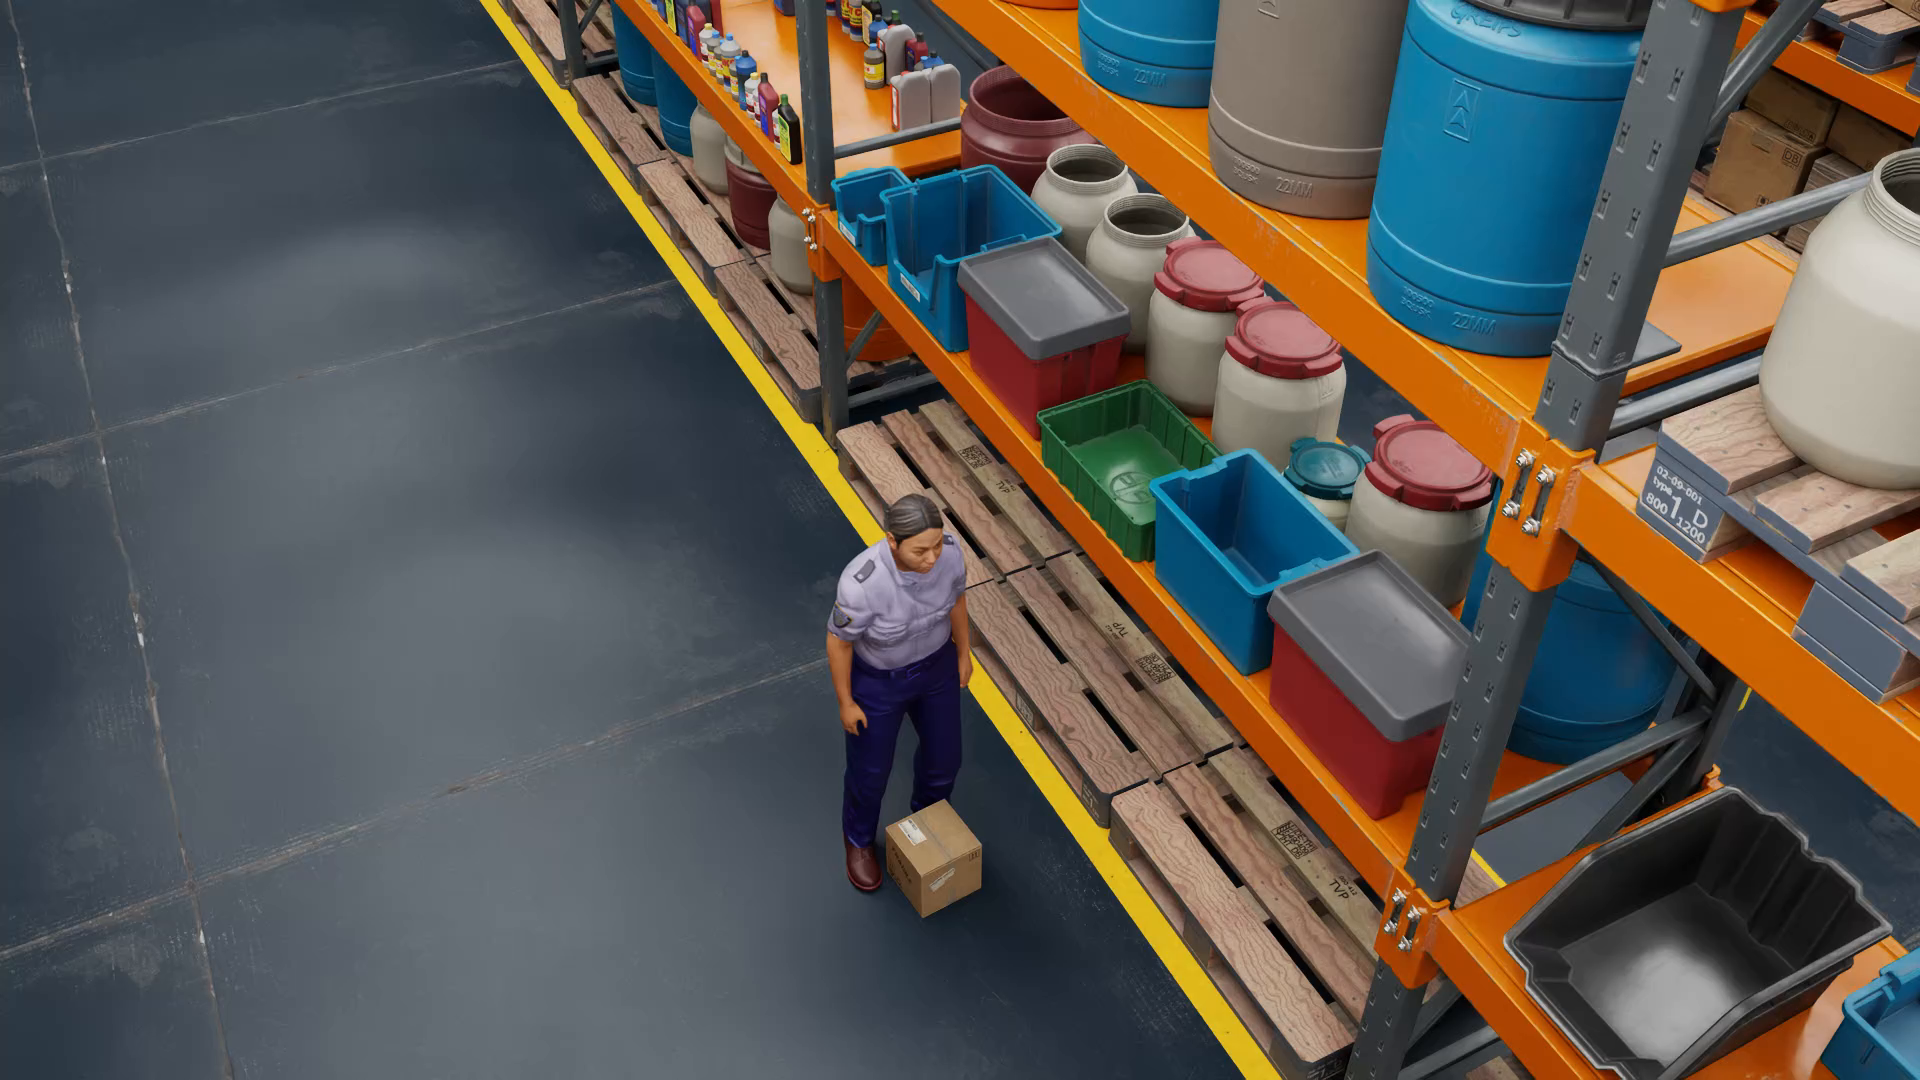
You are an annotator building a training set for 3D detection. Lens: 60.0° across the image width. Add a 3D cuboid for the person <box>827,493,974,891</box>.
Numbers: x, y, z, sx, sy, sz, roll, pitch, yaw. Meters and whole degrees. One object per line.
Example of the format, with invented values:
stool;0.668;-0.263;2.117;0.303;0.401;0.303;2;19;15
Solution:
person;-0.189;0.488;5.614;0.559;1.651;0.426;-22;46;-23
